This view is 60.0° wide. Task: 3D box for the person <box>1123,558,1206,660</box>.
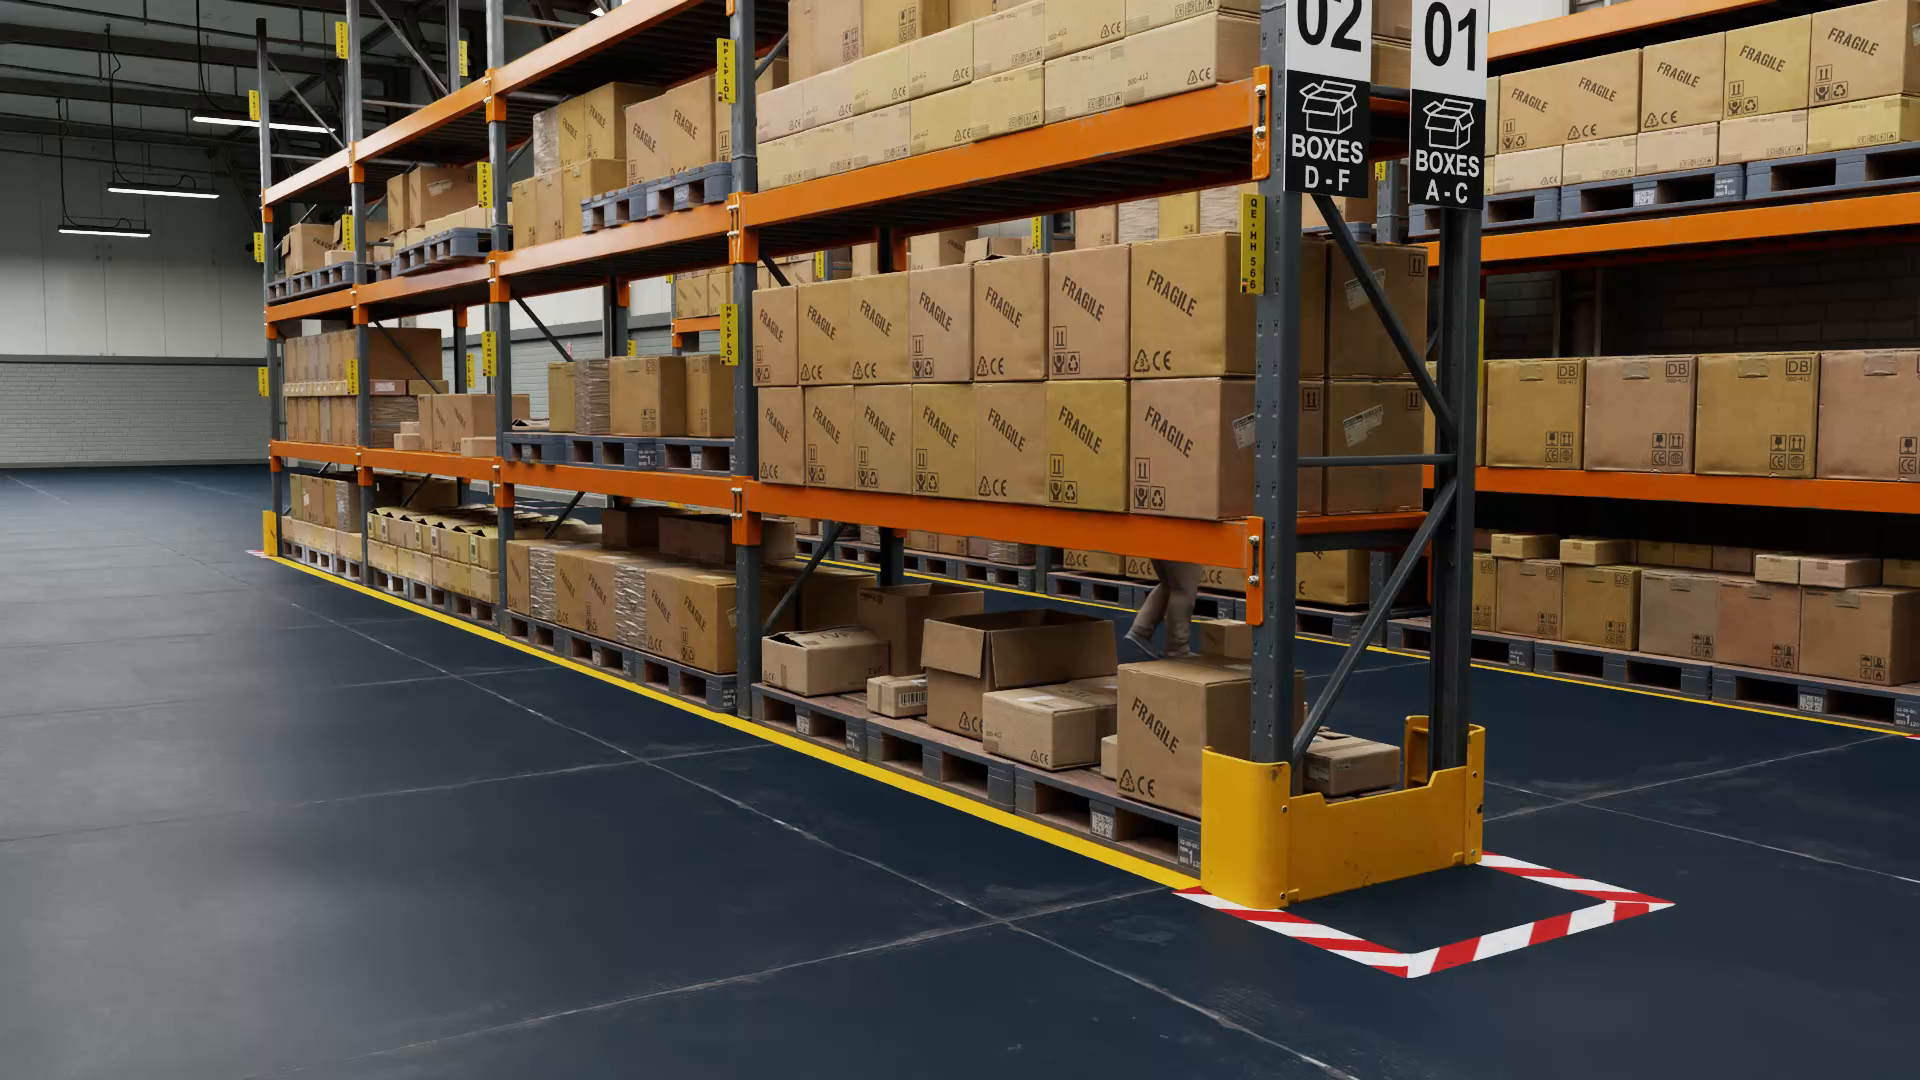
[{"bbox_3d":[1.407,-0.038,10.878,0.450,1.722,0.563,-2,5,-26],"label":"person"}]
